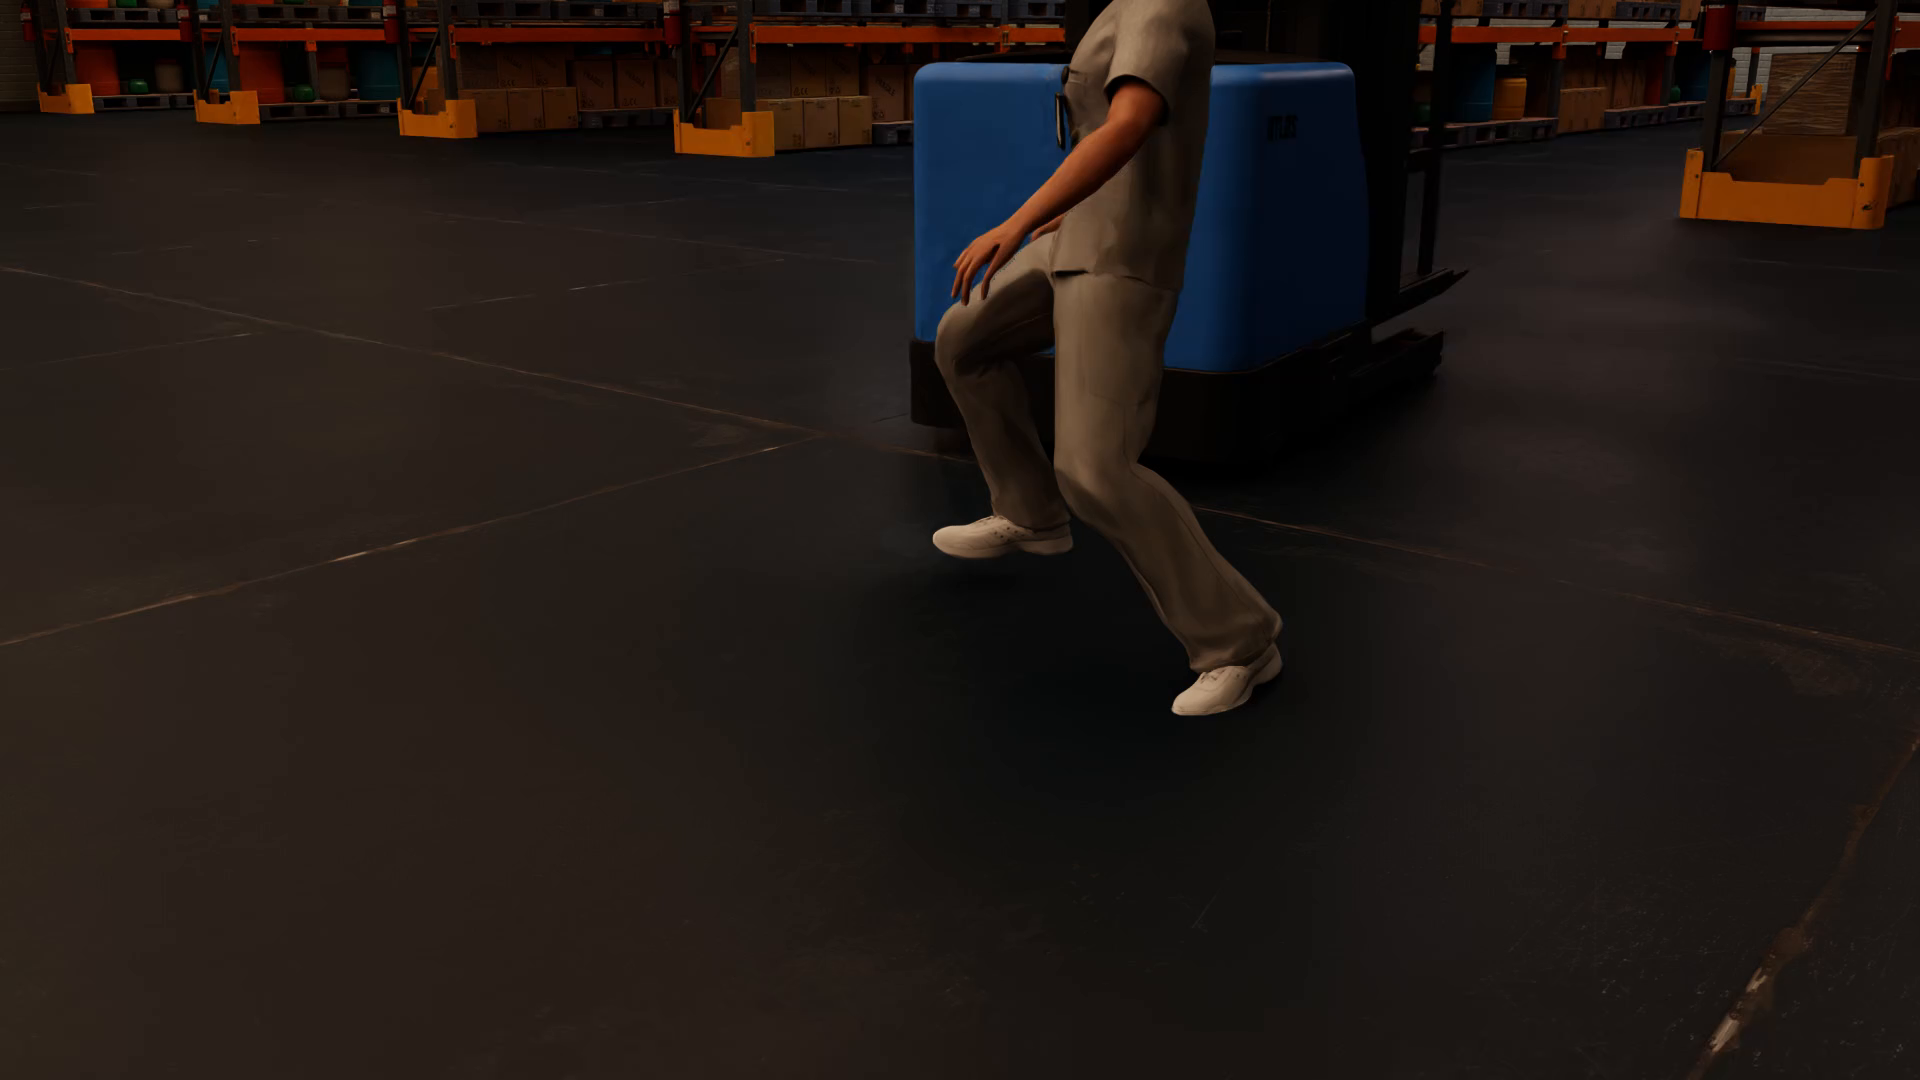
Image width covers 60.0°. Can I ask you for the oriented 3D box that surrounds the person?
[{"bbox_3d":[0.266,-0.524,3.094,0.700,1.551,0.870,1,17,4],"label":"person"}]

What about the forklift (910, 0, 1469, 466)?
[{"bbox_3d":[1.036,-1.978,5.413,1.130,2.935,3.031,10,19,29],"label":"forklift"}]
